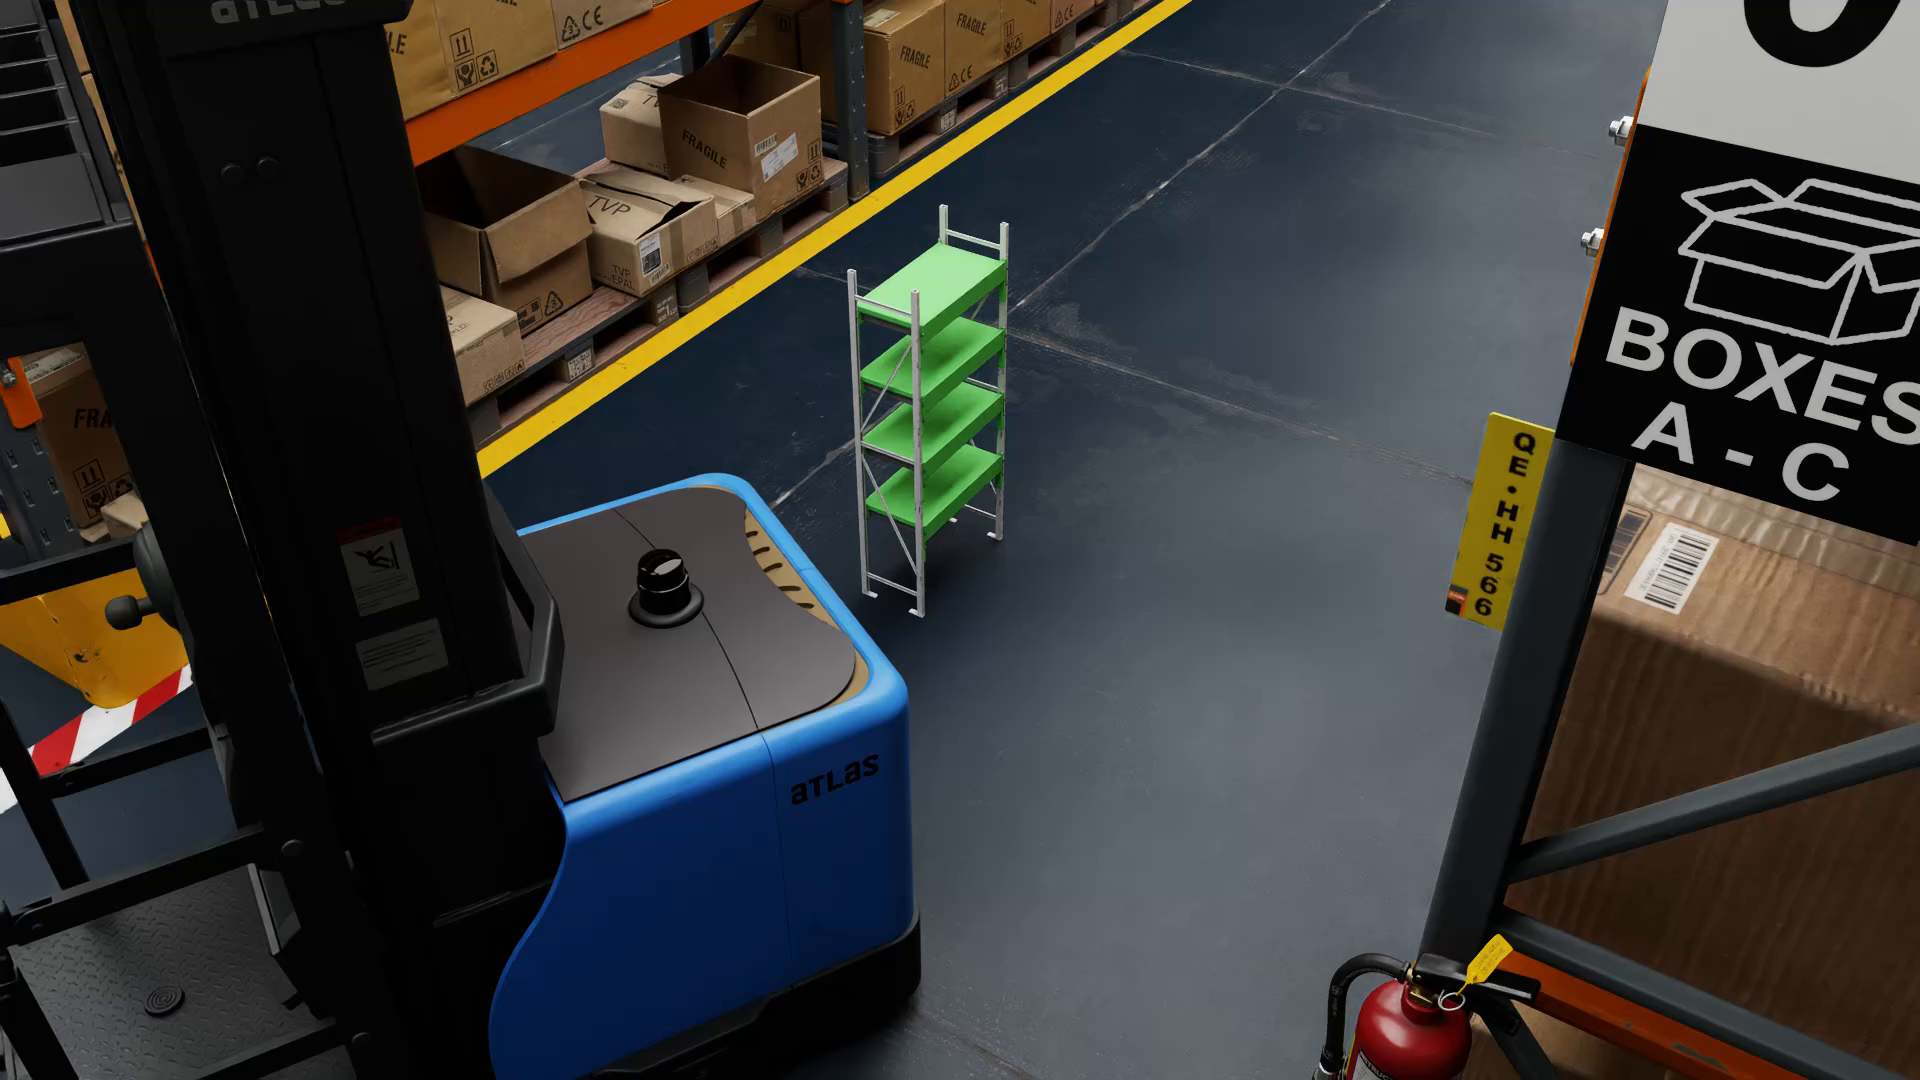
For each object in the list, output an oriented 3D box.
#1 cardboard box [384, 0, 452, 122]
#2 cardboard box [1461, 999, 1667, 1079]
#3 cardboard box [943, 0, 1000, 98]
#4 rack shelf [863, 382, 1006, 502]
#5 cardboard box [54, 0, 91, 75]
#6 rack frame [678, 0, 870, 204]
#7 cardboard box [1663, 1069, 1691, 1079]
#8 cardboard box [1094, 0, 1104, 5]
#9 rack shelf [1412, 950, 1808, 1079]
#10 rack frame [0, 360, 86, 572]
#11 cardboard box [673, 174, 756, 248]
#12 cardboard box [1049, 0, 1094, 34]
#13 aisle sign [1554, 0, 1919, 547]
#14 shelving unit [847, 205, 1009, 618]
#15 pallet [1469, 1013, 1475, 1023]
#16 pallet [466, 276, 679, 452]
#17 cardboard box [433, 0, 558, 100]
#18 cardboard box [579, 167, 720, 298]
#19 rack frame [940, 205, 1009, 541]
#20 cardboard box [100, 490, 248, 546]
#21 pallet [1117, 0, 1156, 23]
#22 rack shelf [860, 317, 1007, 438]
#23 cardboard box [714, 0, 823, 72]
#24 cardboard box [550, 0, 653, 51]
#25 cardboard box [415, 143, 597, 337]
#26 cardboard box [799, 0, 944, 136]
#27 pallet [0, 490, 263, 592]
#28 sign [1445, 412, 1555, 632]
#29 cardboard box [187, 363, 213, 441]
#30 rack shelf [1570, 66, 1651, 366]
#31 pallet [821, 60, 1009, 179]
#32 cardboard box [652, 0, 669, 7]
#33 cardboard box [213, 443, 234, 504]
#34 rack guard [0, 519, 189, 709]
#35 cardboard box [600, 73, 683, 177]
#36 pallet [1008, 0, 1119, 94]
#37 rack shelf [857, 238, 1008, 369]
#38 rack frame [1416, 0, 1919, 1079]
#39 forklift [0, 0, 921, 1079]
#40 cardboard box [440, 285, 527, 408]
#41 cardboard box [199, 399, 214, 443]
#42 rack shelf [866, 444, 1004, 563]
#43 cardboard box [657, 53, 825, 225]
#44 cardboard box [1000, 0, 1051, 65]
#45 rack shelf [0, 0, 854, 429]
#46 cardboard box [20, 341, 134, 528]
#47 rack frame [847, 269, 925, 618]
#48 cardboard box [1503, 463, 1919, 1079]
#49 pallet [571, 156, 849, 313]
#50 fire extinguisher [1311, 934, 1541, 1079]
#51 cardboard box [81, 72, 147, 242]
[{"bbox_3d":[-2.020,-1.605,5.293,0.500,0.500,0.500,21,42,25],"label":"cardboard box"},{"bbox_3d":[1.452,1.151,3.503,0.700,0.500,0.500,21,42,25],"label":"cardboard box"},{"bbox_3d":[-0.139,-2.592,8.342,0.500,0.500,0.500,22,43,26],"label":"cardboard box"},{"bbox_3d":[-0.089,-0.339,5.312,0.258,0.148,0.480,21,42,25],"label":"rack shelf"},{"bbox_3d":[-2.563,-1.475,4.306,0.500,0.500,0.500,23,43,26],"label":"cardboard box"},{"bbox_3d":[-0.881,-2.959,7.132,1.000,3.000,0.127,21,42,25],"label":"rack frame"},{"bbox_3d":[1.554,1.024,3.137,0.380,0.149,0.250,21,43,25],"label":"cardboard box"},{"bbox_3d":[0.682,-3.380,9.365,0.500,0.500,0.500,20,42,24],"label":"cardboard box"},{"bbox_3d":[2.233,-0.025,3.915,1.077,0.370,4.000,21,42,25],"label":"rack shelf"},{"bbox_3d":[-3.024,-0.897,4.457,1.000,3.000,0.127,21,42,25],"label":"rack frame"},{"bbox_3d":[-1.097,-1.405,7.090,0.380,0.149,0.250,21,42,25],"label":"cardboard box"},{"bbox_3d":[0.406,-3.107,9.011,0.500,0.500,0.500,20,42,23],"label":"cardboard box"},{"bbox_3d":[0.869,-0.369,1.643,0.394,0.787,0.004,21,42,25],"label":"aisle sign"},{"bbox_3d":[-0.089,-0.390,5.273,0.258,1.200,0.503,21,42,25],"label":"shelving unit"},{"bbox_3d":[1.523,1.388,3.777,1.003,0.211,1.213,21,42,25],"label":"pallet"},{"bbox_3d":[-1.902,-0.870,6.705,1.003,0.211,1.213,21,42,25],"label":"pallet"},{"bbox_3d":[-1.751,-1.862,5.627,0.500,0.500,0.500,22,43,26],"label":"cardboard box"},{"bbox_3d":[-1.348,-1.296,6.816,0.500,0.311,0.500,21,42,25],"label":"cardboard box"},{"bbox_3d":[0.042,-0.516,5.436,0.240,1.200,0.015,21,42,25],"label":"rack frame"},{"bbox_3d":[-2.509,-0.046,5.327,0.380,0.149,0.250,21,42,25],"label":"cardboard box"},{"bbox_3d":[0.831,-3.544,10.175,1.003,0.211,1.213,21,42,25],"label":"pallet"},{"bbox_3d":[-0.089,-0.529,5.165,0.258,0.148,0.480,21,42,25],"label":"rack shelf"},{"bbox_3d":[-0.858,-2.492,8.212,0.500,0.500,0.500,21,42,25],"label":"cardboard box"},{"bbox_3d":[-1.480,-2.125,5.968,0.500,0.500,0.500,22,43,26],"label":"cardboard box"},{"bbox_3d":[-1.883,-1.175,6.501,0.797,0.503,0.637,21,42,25],"label":"cardboard box"},{"bbox_3d":[-0.416,-2.313,7.981,0.500,0.500,0.500,19,42,23],"label":"cardboard box"},{"bbox_3d":[-2.557,-0.243,5.893,1.003,0.211,1.213,21,42,25],"label":"pallet"},{"bbox_3d":[0.710,-0.016,2.171,0.100,0.325,0.005,21,42,25],"label":"sign"},{"bbox_3d":[-2.647,-0.490,5.889,0.380,0.166,0.250,21,42,25],"label":"cardboard box"},{"bbox_3d":[2.233,-1.213,2.999,1.077,0.370,4.000,21,42,25],"label":"rack shelf"},{"bbox_3d":[-0.477,-2.287,8.543,1.003,0.211,1.213,21,42,25],"label":"pallet"},{"bbox_3d":[-1.207,-2.391,6.313,0.500,0.500,0.500,22,43,26],"label":"cardboard box"},{"bbox_3d":[-2.375,-0.182,5.489,0.380,0.166,0.250,21,42,25],"label":"cardboard box"},{"bbox_3d":[-2.983,0.054,5.271,1.175,0.500,0.348,21,42,25],"label":"rack guard"},{"bbox_3d":[-1.288,-1.923,7.630,0.500,0.311,0.500,21,42,25],"label":"cardboard box"},{"bbox_3d":[0.176,-2.918,9.362,1.003,0.211,1.213,21,42,25],"label":"pallet"},{"bbox_3d":[-0.089,-0.719,5.019,0.258,0.148,0.480,21,42,25],"label":"rack shelf"},{"bbox_3d":[1.158,0.720,2.359,0.949,2.616,0.053,21,42,25],"label":"rack frame"},{"bbox_3d":[-1.637,0.192,3.101,3.031,2.935,1.130,-19,41,-23],"label":"forklift"},{"bbox_3d":[-1.957,-0.686,6.074,0.500,0.250,0.500,21,42,25],"label":"cardboard box"},{"bbox_3d":[-2.225,-0.428,5.740,0.500,0.250,0.500,21,42,25],"label":"cardboard box"},{"bbox_3d":[-0.089,-0.149,5.459,0.258,0.148,0.480,21,42,25],"label":"rack shelf"},{"bbox_3d":[-0.946,-1.757,7.259,0.500,0.500,0.500,21,42,25],"label":"cardboard box"},{"bbox_3d":[0.135,-2.847,8.673,0.500,0.500,0.500,22,43,26],"label":"cardboard box"},{"bbox_3d":[-1.952,-1.643,6.014,1.077,0.370,4.000,21,42,25],"label":"rack shelf"},{"bbox_3d":[-2.940,-0.442,5.554,0.500,0.500,0.500,21,42,25],"label":"cardboard box"},{"bbox_3d":[-0.219,-0.264,5.110,0.240,1.200,0.015,21,42,25],"label":"rack frame"},{"bbox_3d":[1.426,0.336,2.611,0.980,0.700,0.700,23,43,27],"label":"cardboard box"},{"bbox_3d":[-1.249,-1.501,7.525,1.003,0.211,1.213,21,42,25],"label":"pallet"},{"bbox_3d":[0.691,0.826,2.590,0.296,0.674,0.183,21,42,25],"label":"fire extinguisher"},{"bbox_3d":[-2.563,-1.079,4.611,0.500,0.500,0.500,22,43,26],"label":"cardboard box"}]
